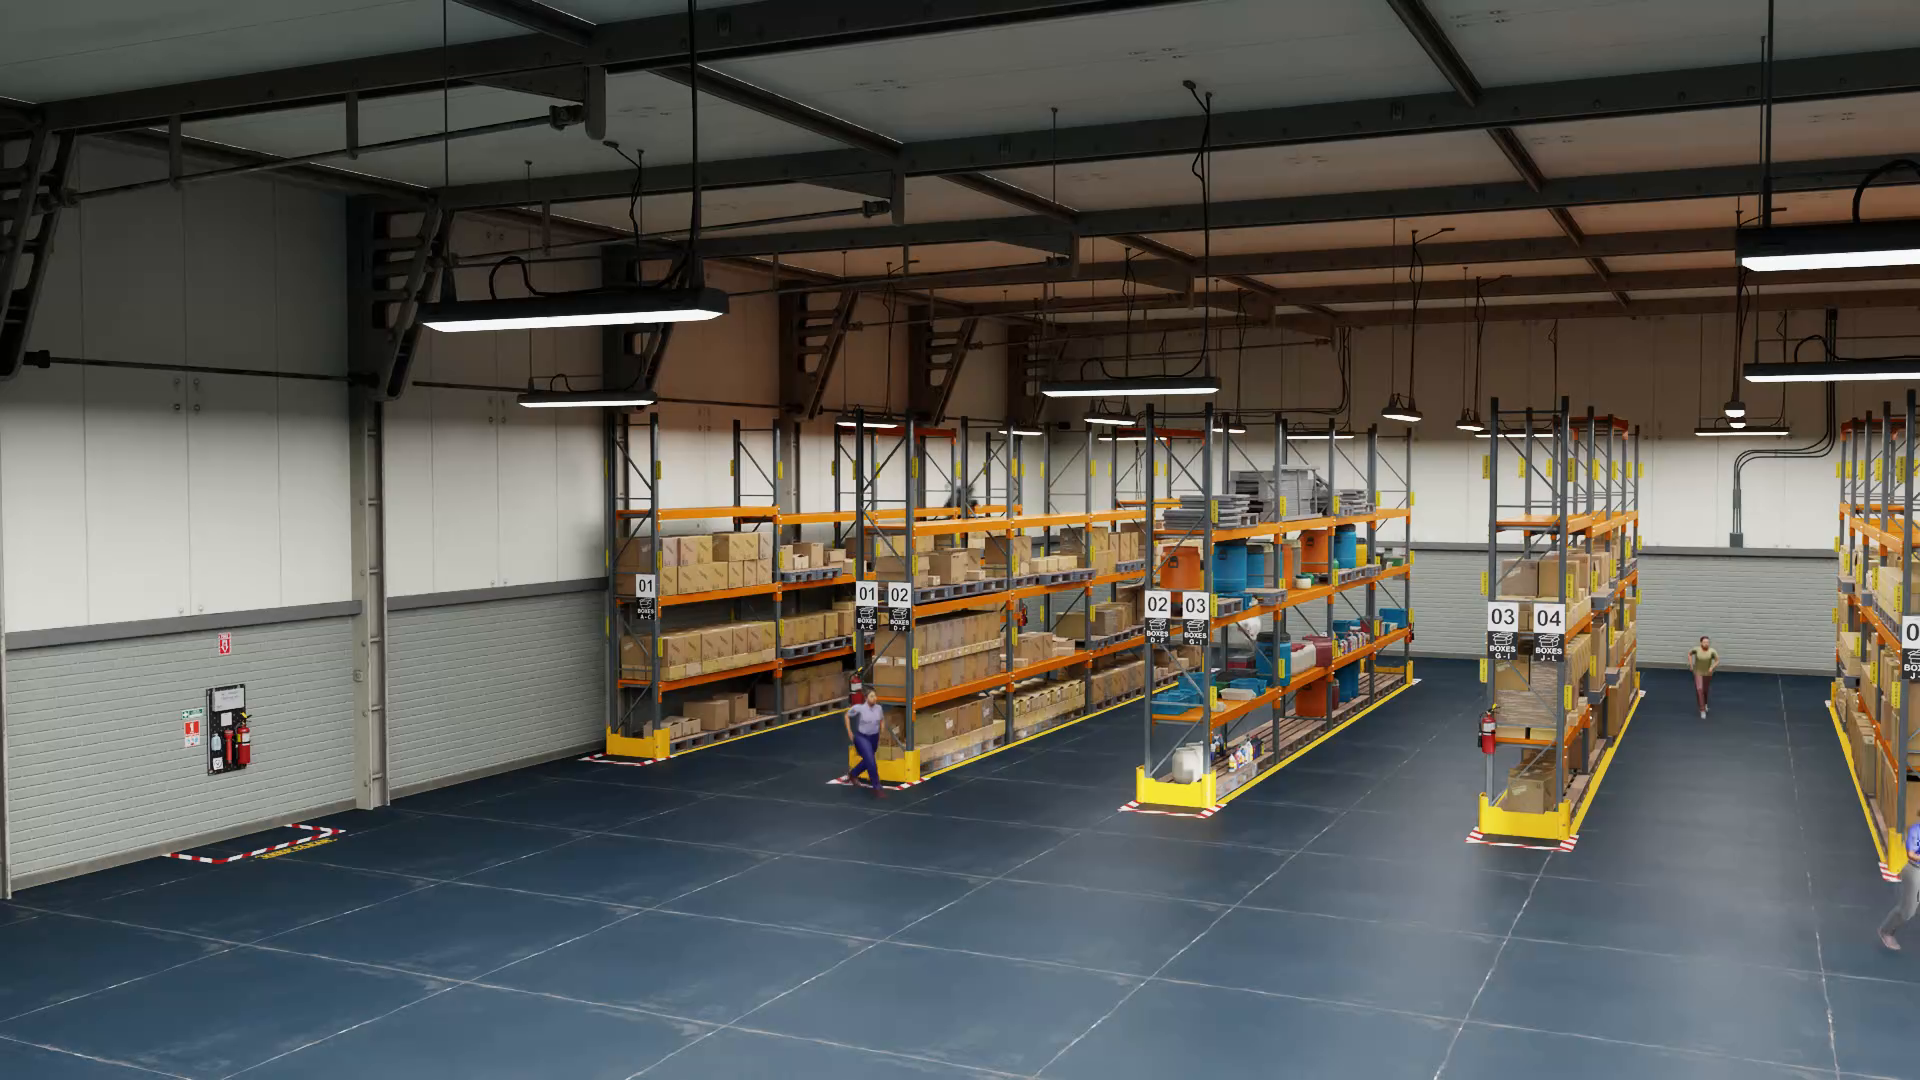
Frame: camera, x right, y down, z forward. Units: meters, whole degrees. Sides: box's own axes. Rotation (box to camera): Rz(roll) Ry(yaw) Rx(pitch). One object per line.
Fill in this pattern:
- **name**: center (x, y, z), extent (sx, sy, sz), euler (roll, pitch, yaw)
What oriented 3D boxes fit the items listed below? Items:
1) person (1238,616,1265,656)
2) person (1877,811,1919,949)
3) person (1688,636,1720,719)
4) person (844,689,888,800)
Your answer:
- **person**: center (7.240, 2.434, 41.247), extent (0.786, 1.706, 0.840), euler (-1, 3, -21)
- **person**: center (9.789, 3.471, 17.002), extent (0.600, 1.698, 0.847), euler (-1, 3, -24)
- **person**: center (15.147, 2.758, 33.883), extent (0.603, 1.650, 1.018), euler (1, 3, 23)
- **person**: center (-1.425, 3.112, 25.567), extent (0.628, 1.666, 0.947), euler (-2, 3, -39)
